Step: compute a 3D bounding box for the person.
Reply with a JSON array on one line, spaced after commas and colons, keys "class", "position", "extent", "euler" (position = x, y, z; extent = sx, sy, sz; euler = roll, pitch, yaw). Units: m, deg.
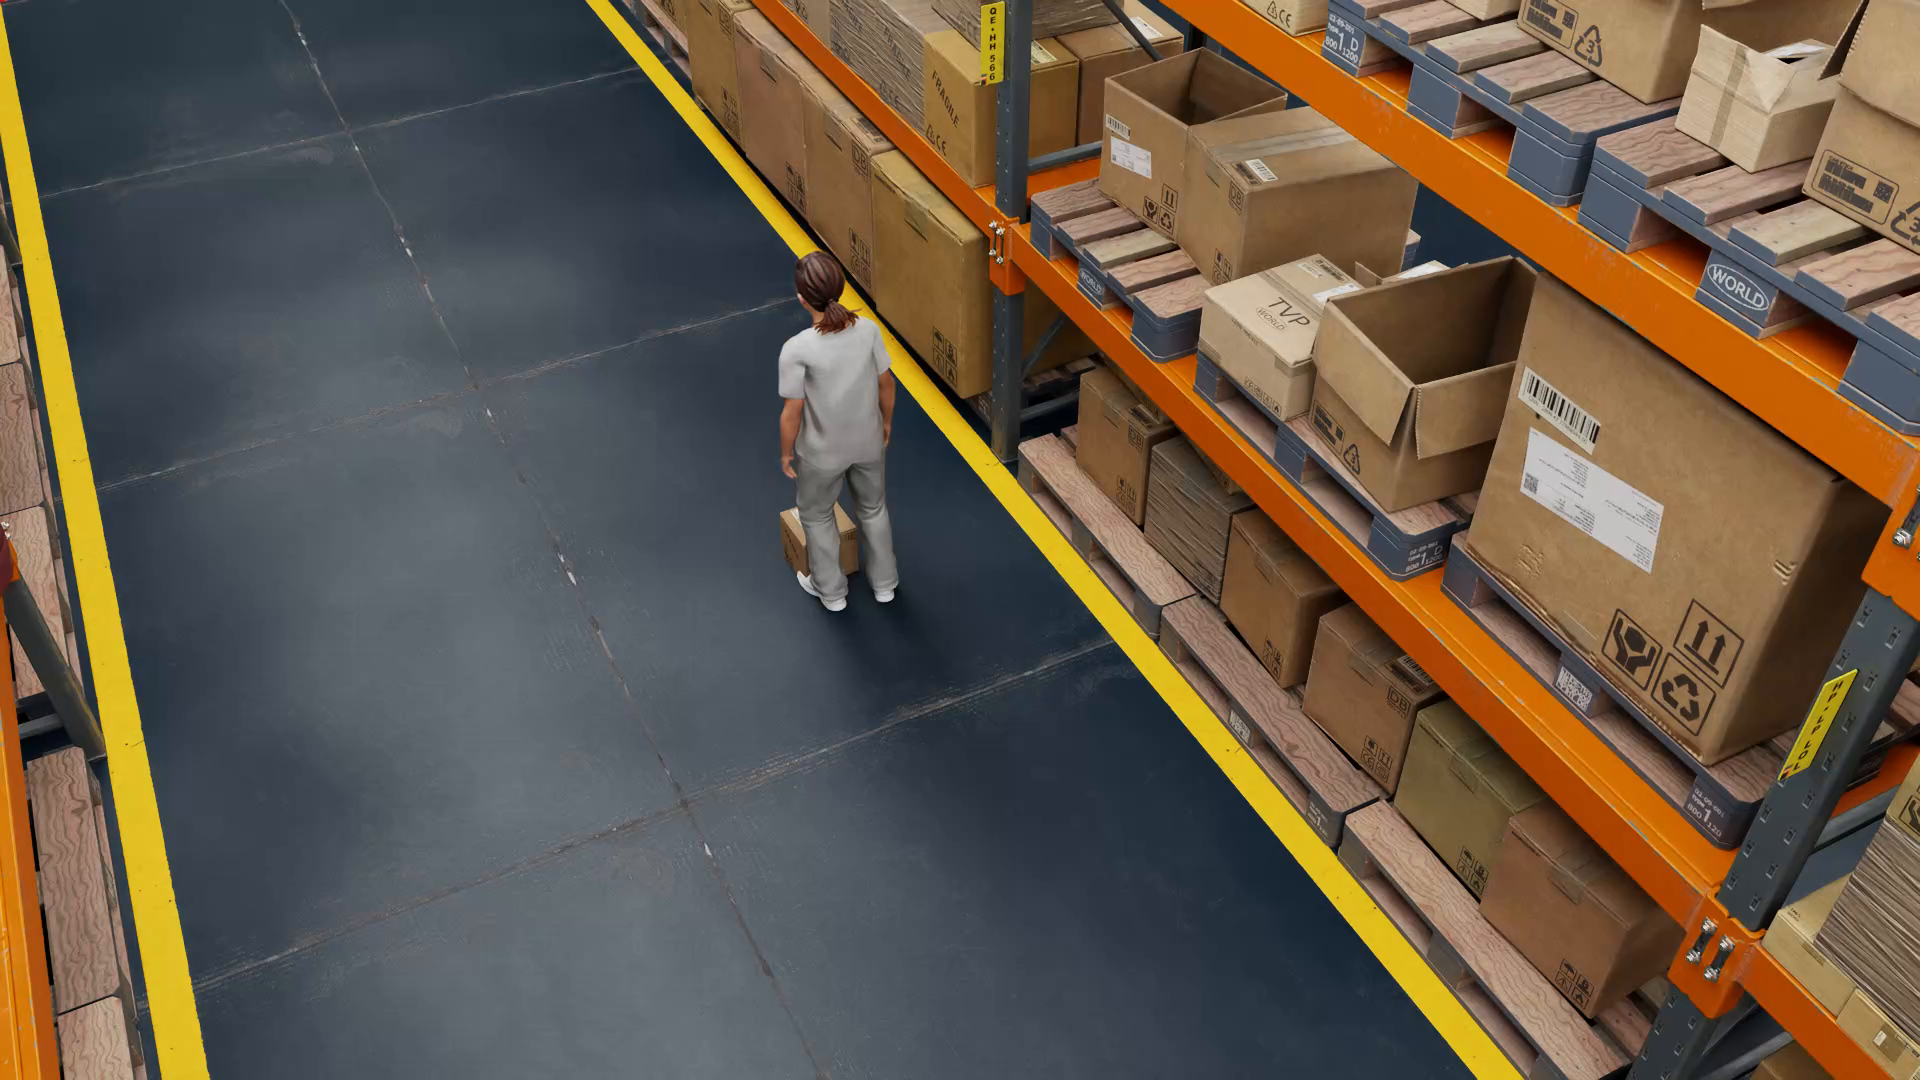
[{"class": "person", "position": [-0.496, -0.399, 6.612], "extent": [0.485, 1.672, 0.408], "euler": [-19, 45, -20]}]
